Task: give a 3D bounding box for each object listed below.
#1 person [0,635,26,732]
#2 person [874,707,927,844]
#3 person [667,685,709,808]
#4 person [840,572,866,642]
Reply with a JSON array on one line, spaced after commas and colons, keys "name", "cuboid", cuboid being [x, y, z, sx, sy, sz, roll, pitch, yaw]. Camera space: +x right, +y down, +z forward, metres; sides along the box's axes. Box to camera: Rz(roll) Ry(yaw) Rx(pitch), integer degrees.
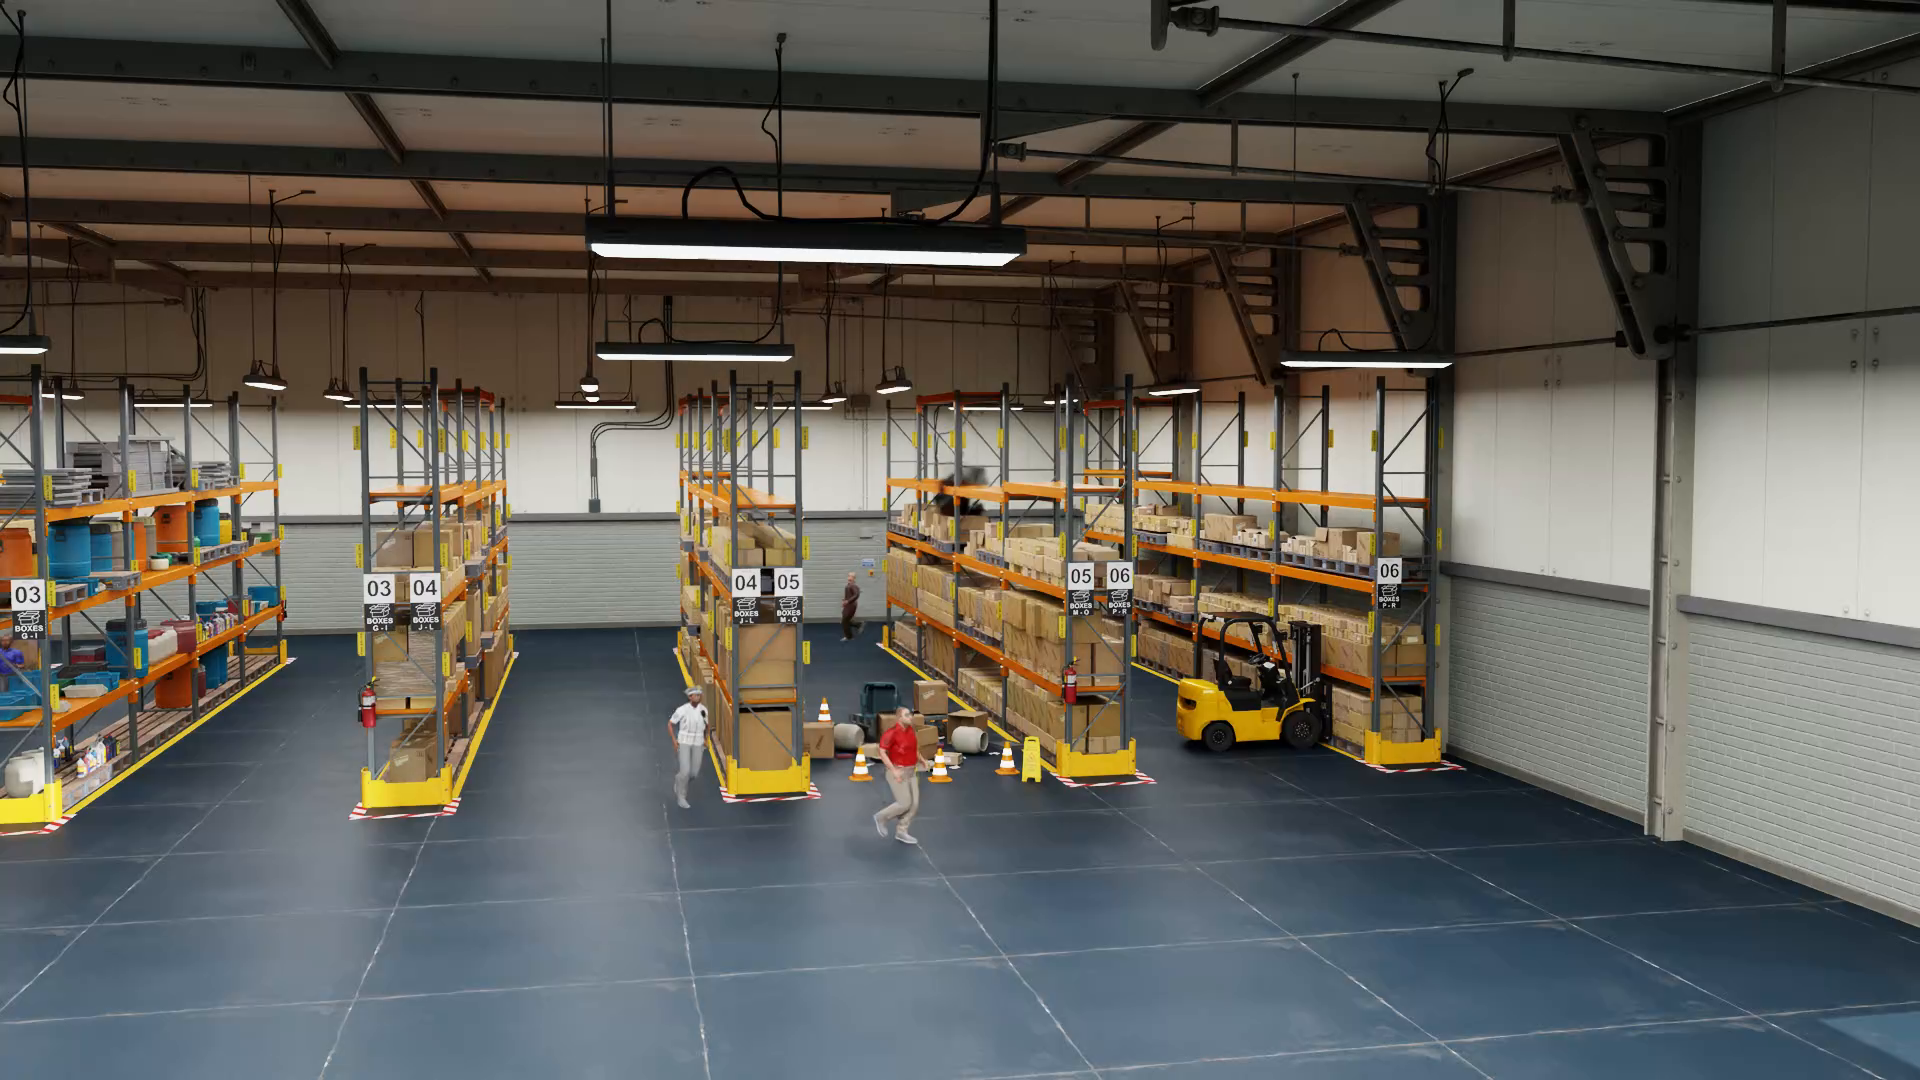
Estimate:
[{"name": "person", "cuboid": [-16.495, 2.451, 28.799, 0.583, 1.632, 0.924, -1, 4, -18]}, {"name": "person", "cuboid": [-0.744, 2.926, 20.797, 0.599, 1.702, 0.682, 2, 4, 32]}, {"name": "person", "cuboid": [-3.748, 2.829, 23.013, 0.619, 1.657, 0.627, -2, 4, -33]}, {"name": "person", "cuboid": [-2.706, 1.778, 41.561, 0.599, 1.537, 0.711, -1, 3, -12]}]
